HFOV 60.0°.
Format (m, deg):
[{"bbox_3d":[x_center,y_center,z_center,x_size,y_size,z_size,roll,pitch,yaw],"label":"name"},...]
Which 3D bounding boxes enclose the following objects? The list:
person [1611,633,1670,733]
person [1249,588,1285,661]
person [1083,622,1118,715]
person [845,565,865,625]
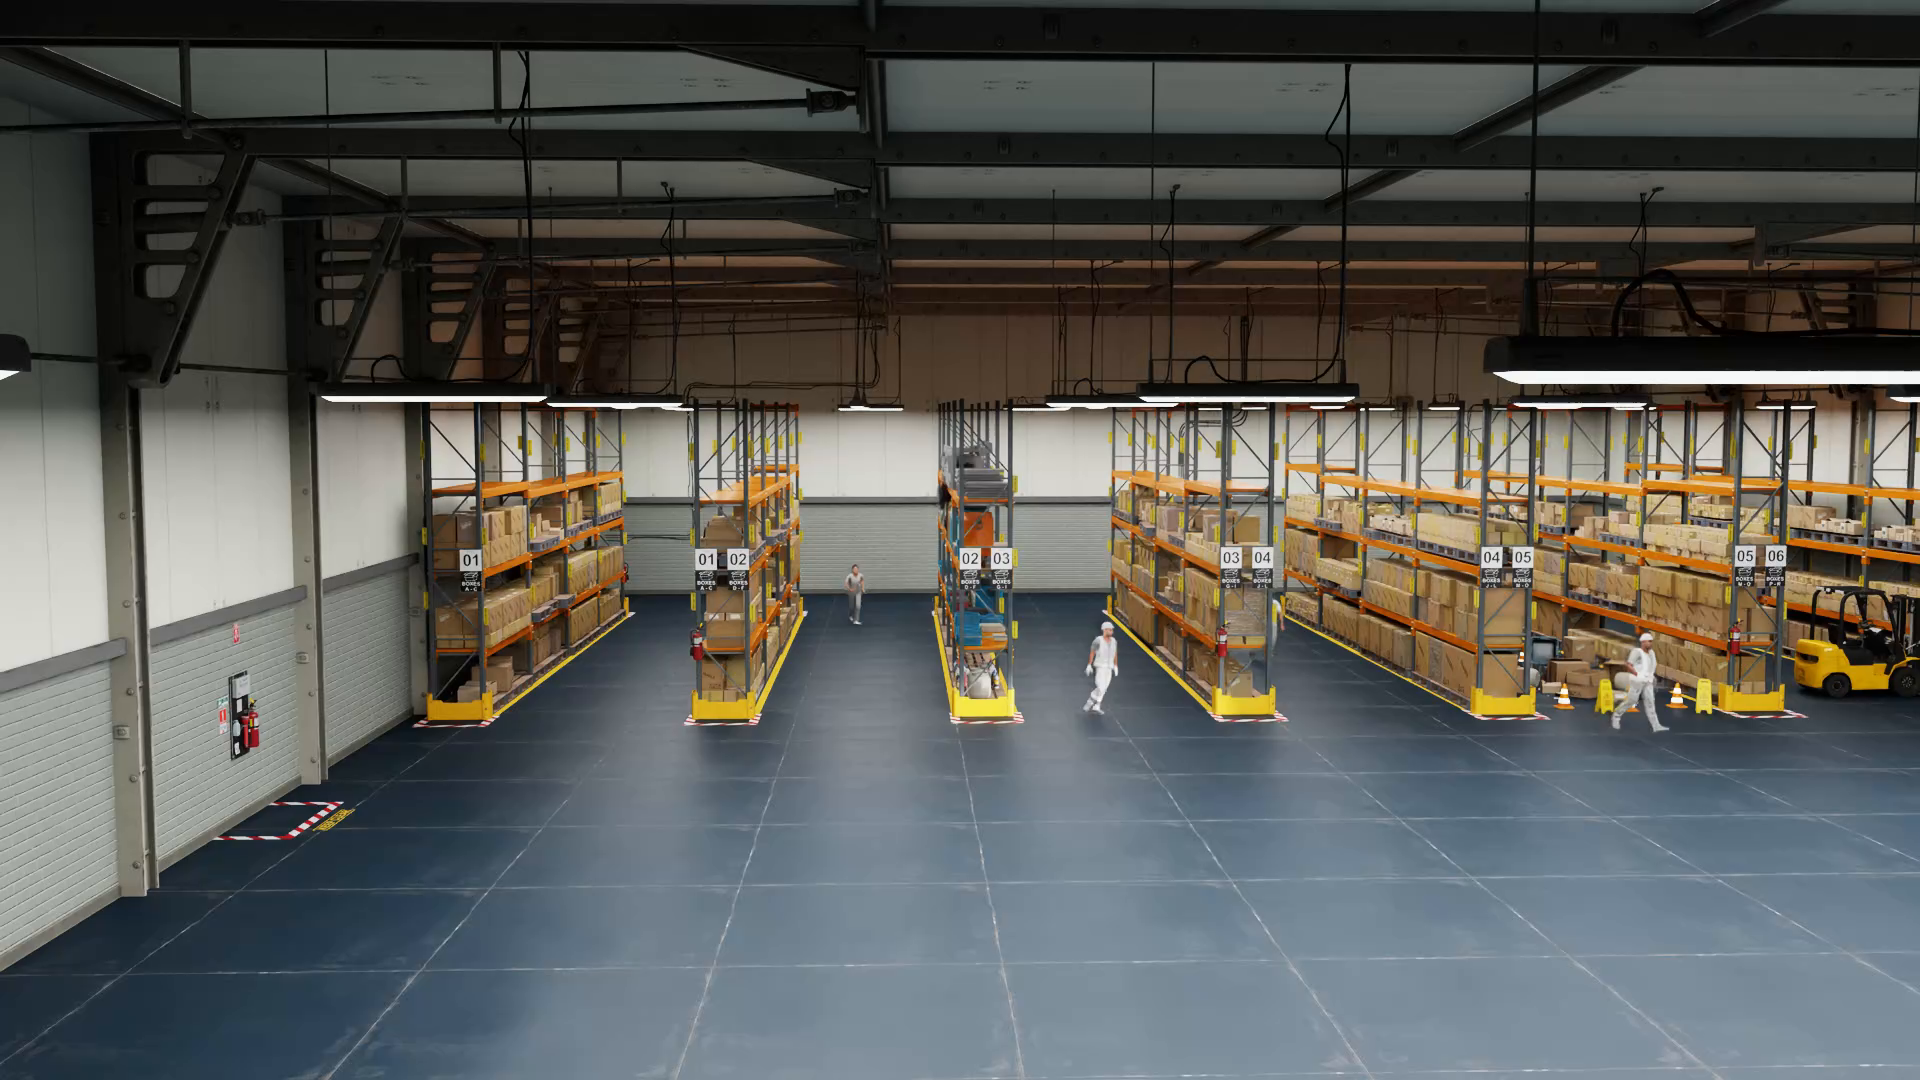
[{"bbox_3d":[12.203,2.540,29.671,0.724,1.753,1.089,-3,5,-34],"label":"person"},{"bbox_3d":[7.053,1.951,38.253,0.711,1.726,0.682,0,4,-1],"label":"person"},{"bbox_3d":[2.674,2.430,31.527,0.677,1.765,0.484,-3,5,-35],"label":"person"},{"bbox_3d":[-2.883,1.474,45.339,0.567,1.627,0.846,-1,4,-15],"label":"person"}]
